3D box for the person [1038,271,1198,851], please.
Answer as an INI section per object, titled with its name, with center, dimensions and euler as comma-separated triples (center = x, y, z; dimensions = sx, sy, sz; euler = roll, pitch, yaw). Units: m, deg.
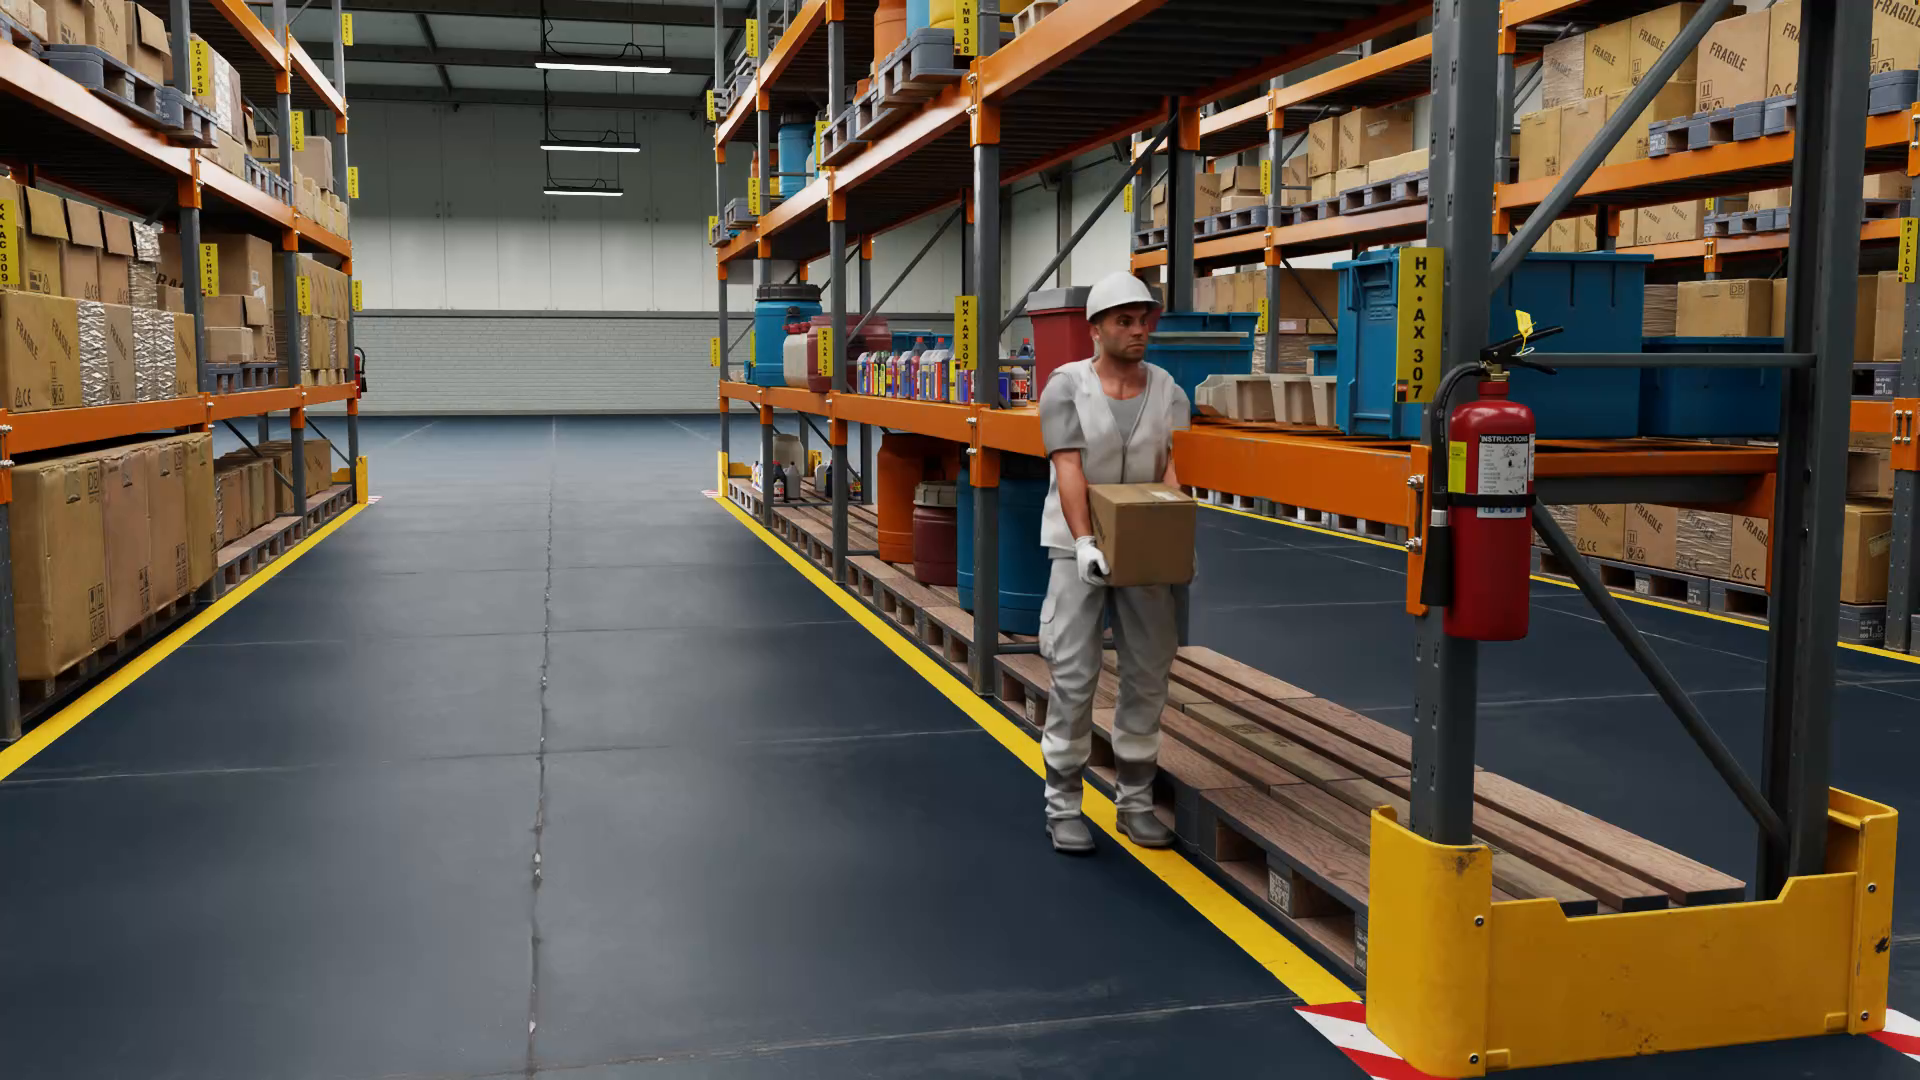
[person]
center = 0.497, 0.073, 5.112
dimensions = 0.495, 1.781, 0.564
euler = -2, 6, -15
